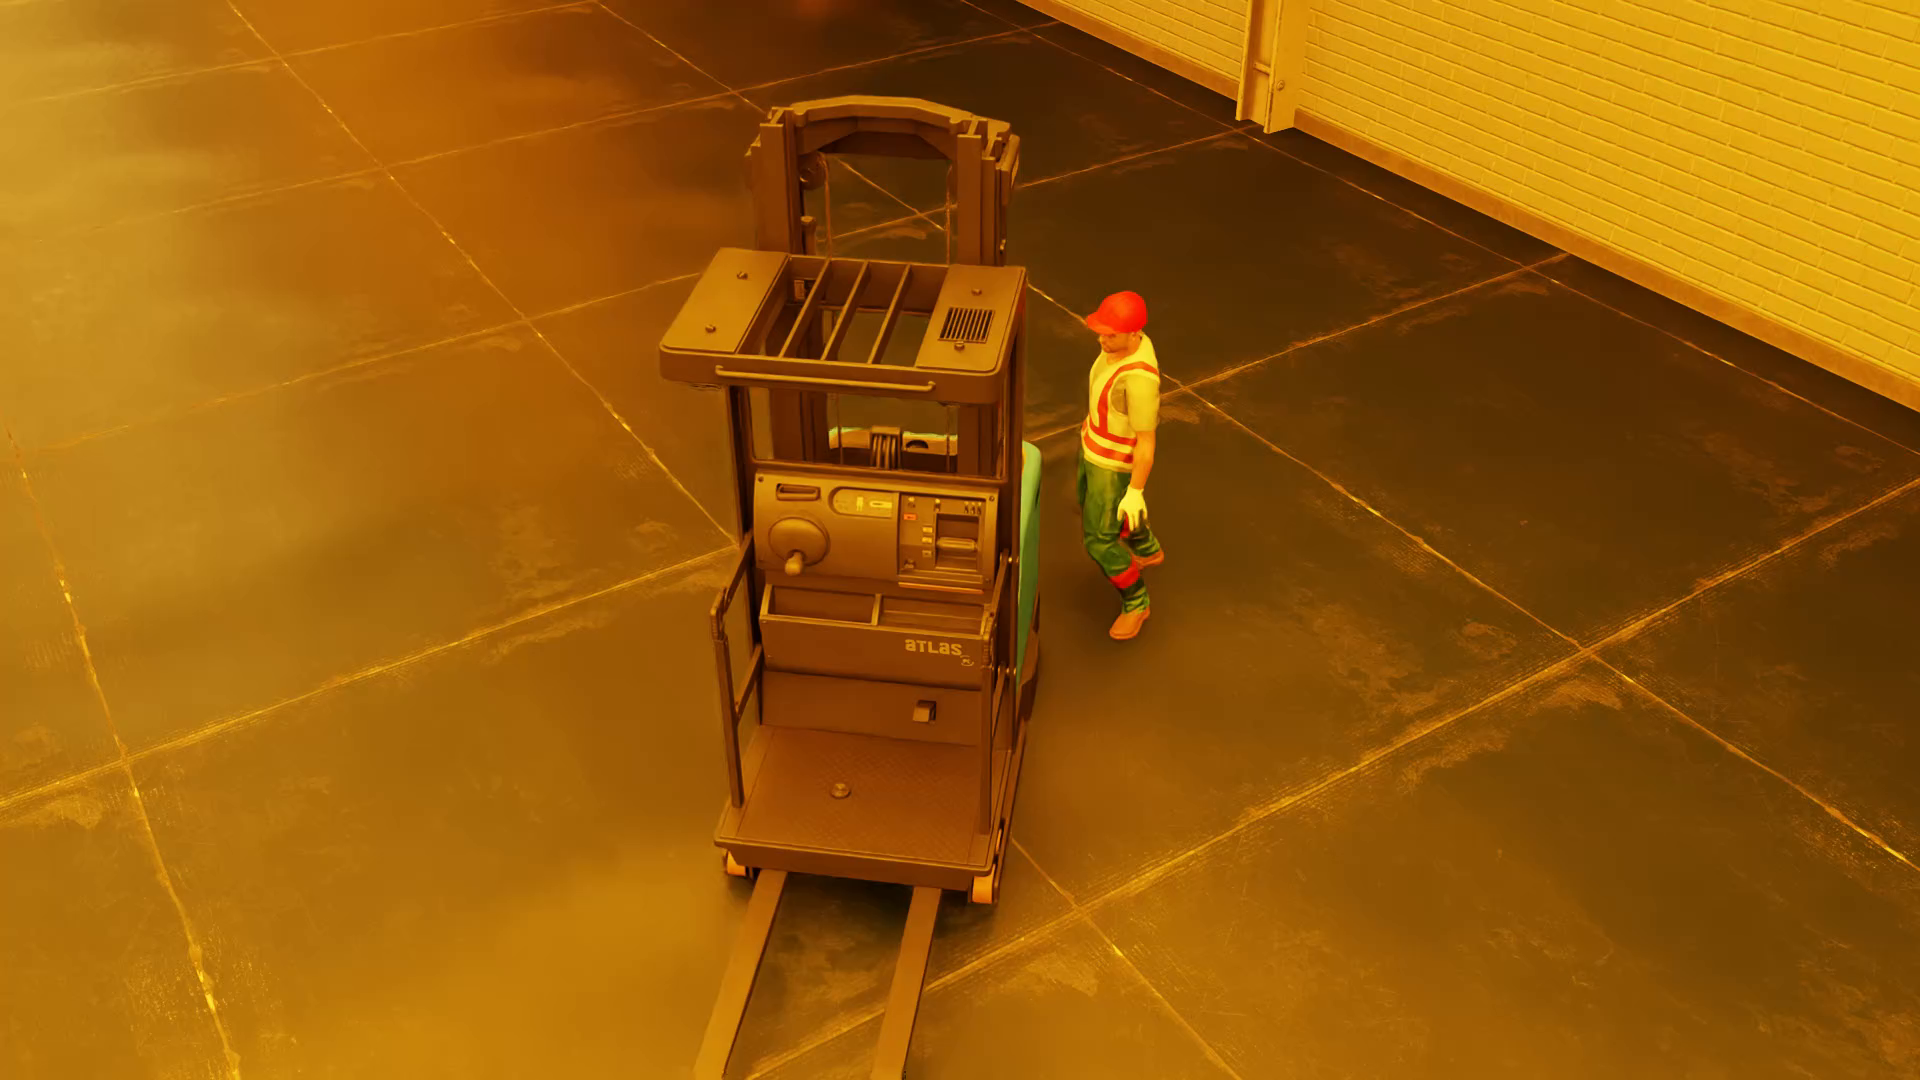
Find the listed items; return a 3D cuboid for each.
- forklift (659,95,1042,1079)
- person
[{"bbox_3d":[-0.351,0.029,6.106,1.130,2.935,3.031,5,35,7],"label":"forklift"},{"bbox_3d":[0.798,-0.461,7.876,0.496,1.703,0.895,-2,35,-2],"label":"person"}]
